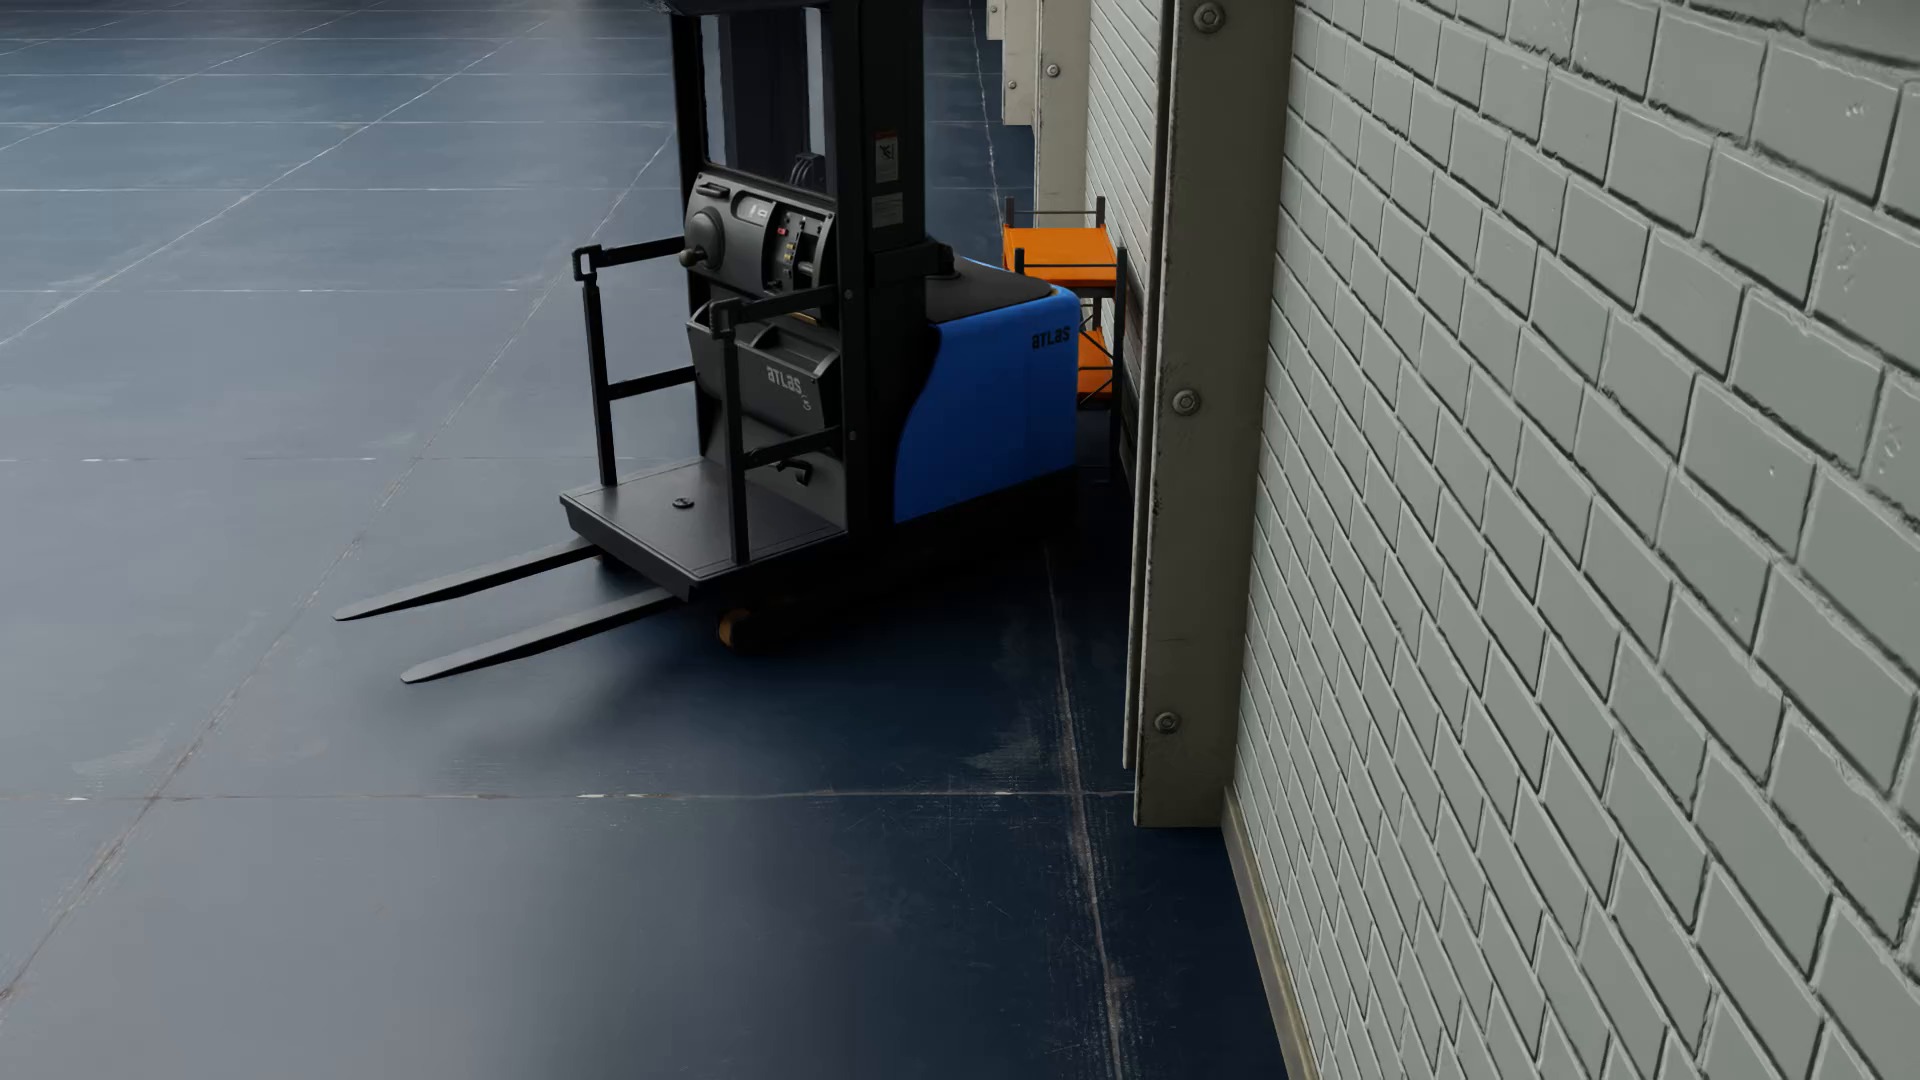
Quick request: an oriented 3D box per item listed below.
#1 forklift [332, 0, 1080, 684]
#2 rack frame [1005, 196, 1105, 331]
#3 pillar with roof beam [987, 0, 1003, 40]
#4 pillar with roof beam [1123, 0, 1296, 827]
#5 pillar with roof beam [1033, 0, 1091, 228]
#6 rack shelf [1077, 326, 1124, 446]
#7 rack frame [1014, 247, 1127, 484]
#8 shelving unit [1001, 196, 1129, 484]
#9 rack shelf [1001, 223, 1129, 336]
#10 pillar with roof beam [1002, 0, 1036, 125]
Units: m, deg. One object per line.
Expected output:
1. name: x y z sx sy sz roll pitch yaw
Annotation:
1. forklift: -0.934 -1.154 6.246 3.031 2.935 1.130 -19 31 -36
2. rack frame: 0.476 -1.203 8.545 0.500 1.125 0.032 0 24 -1
3. pillar with roof beam: -3.796 -10.675 19.932 9.100 9.000 0.400 0 24 -1
4. pillar with roof beam: -3.600 -3.258 3.533 9.100 9.000 0.400 0 24 -1
5. pillar with roof beam: -3.665 -5.730 8.999 9.100 9.000 0.400 0 24 -1
6. rack shelf: 0.484 -0.771 8.182 0.538 0.278 1.000 0 24 -1
7. rack frame: 0.493 -0.784 7.618 0.500 1.125 0.032 0 24 -1
8. shelving unit: 0.484 -0.993 8.081 0.538 1.125 1.048 0 24 -1
9. rack shelf: 0.484 -1.260 7.961 0.538 0.278 1.000 0 24 -1
10. pillar with roof beam: -3.731 -8.202 14.466 9.100 9.000 0.400 0 24 -1
